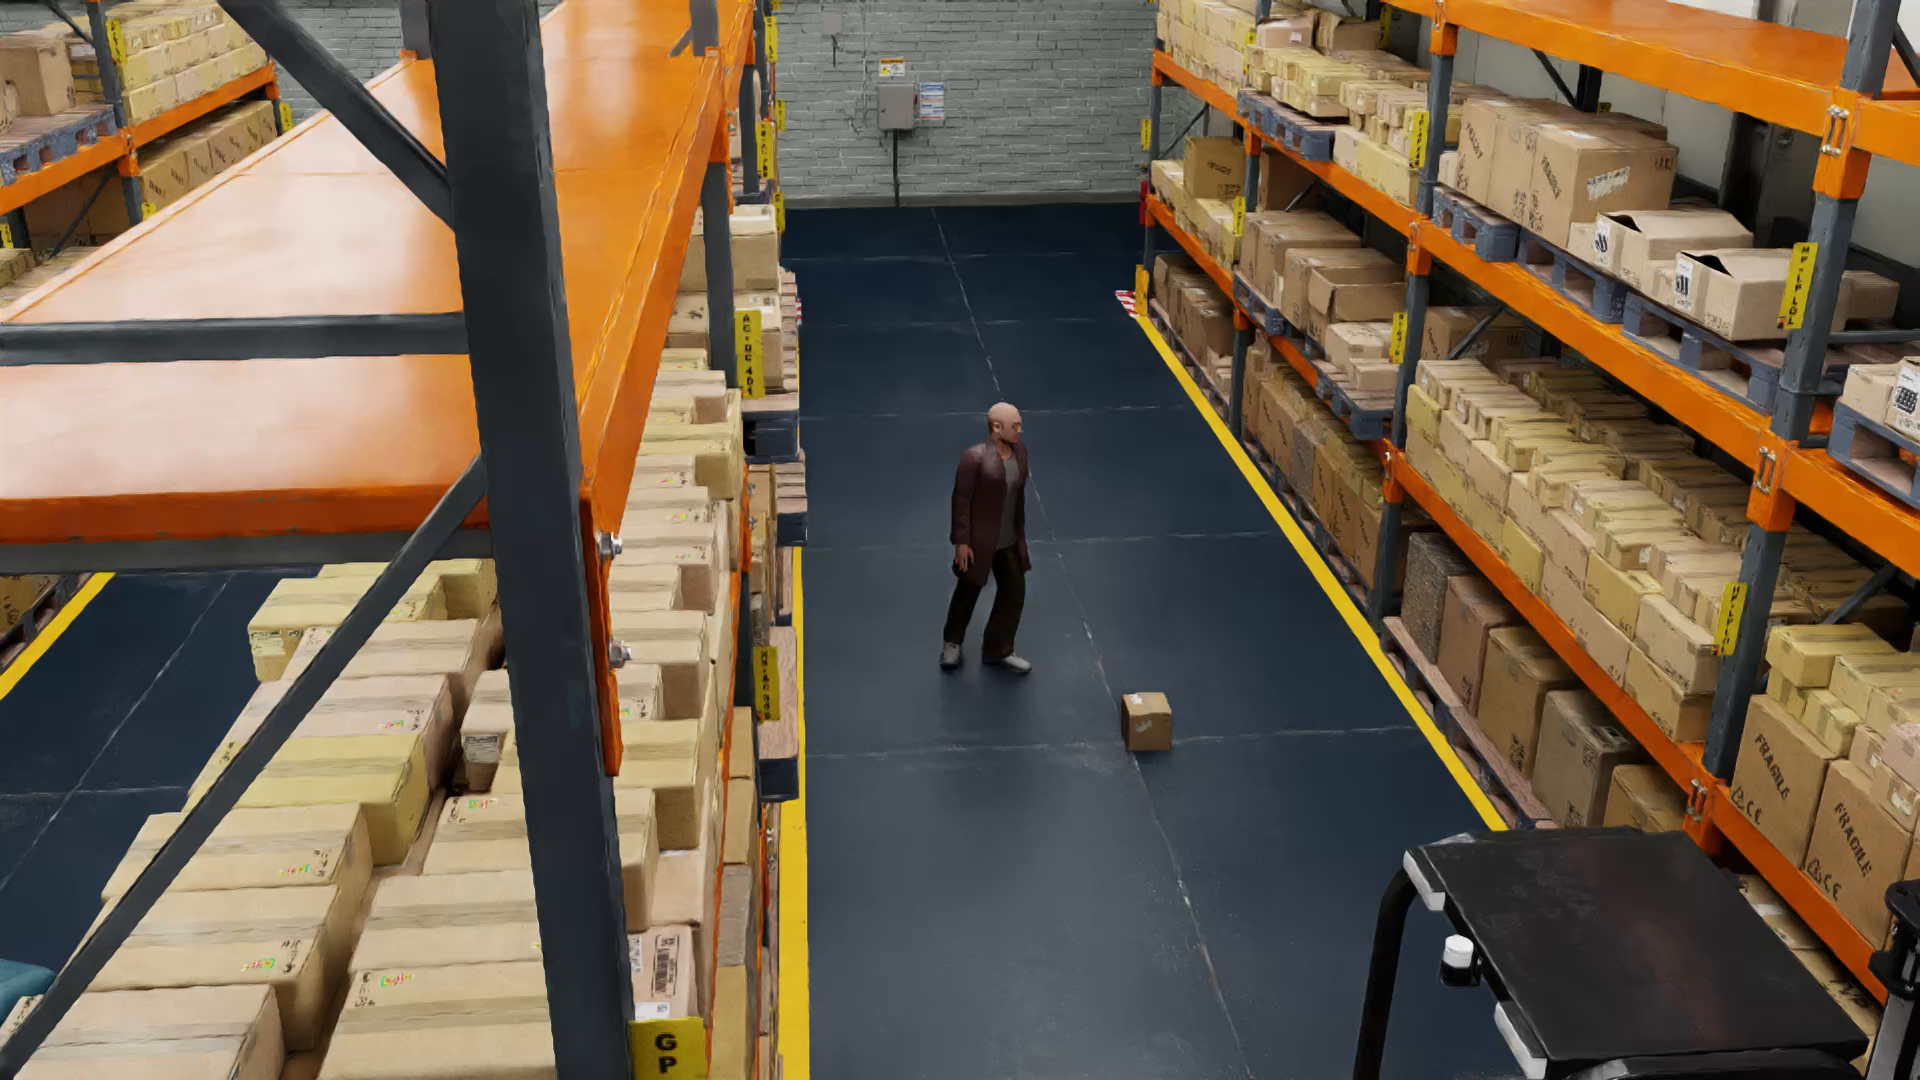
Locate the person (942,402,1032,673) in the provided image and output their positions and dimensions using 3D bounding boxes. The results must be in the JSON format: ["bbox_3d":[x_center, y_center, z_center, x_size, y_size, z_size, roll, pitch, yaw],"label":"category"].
[{"bbox_3d":[0.169,-0.027,10.423,0.611,1.769,0.626,-18,29,-35],"label":"person"}]
